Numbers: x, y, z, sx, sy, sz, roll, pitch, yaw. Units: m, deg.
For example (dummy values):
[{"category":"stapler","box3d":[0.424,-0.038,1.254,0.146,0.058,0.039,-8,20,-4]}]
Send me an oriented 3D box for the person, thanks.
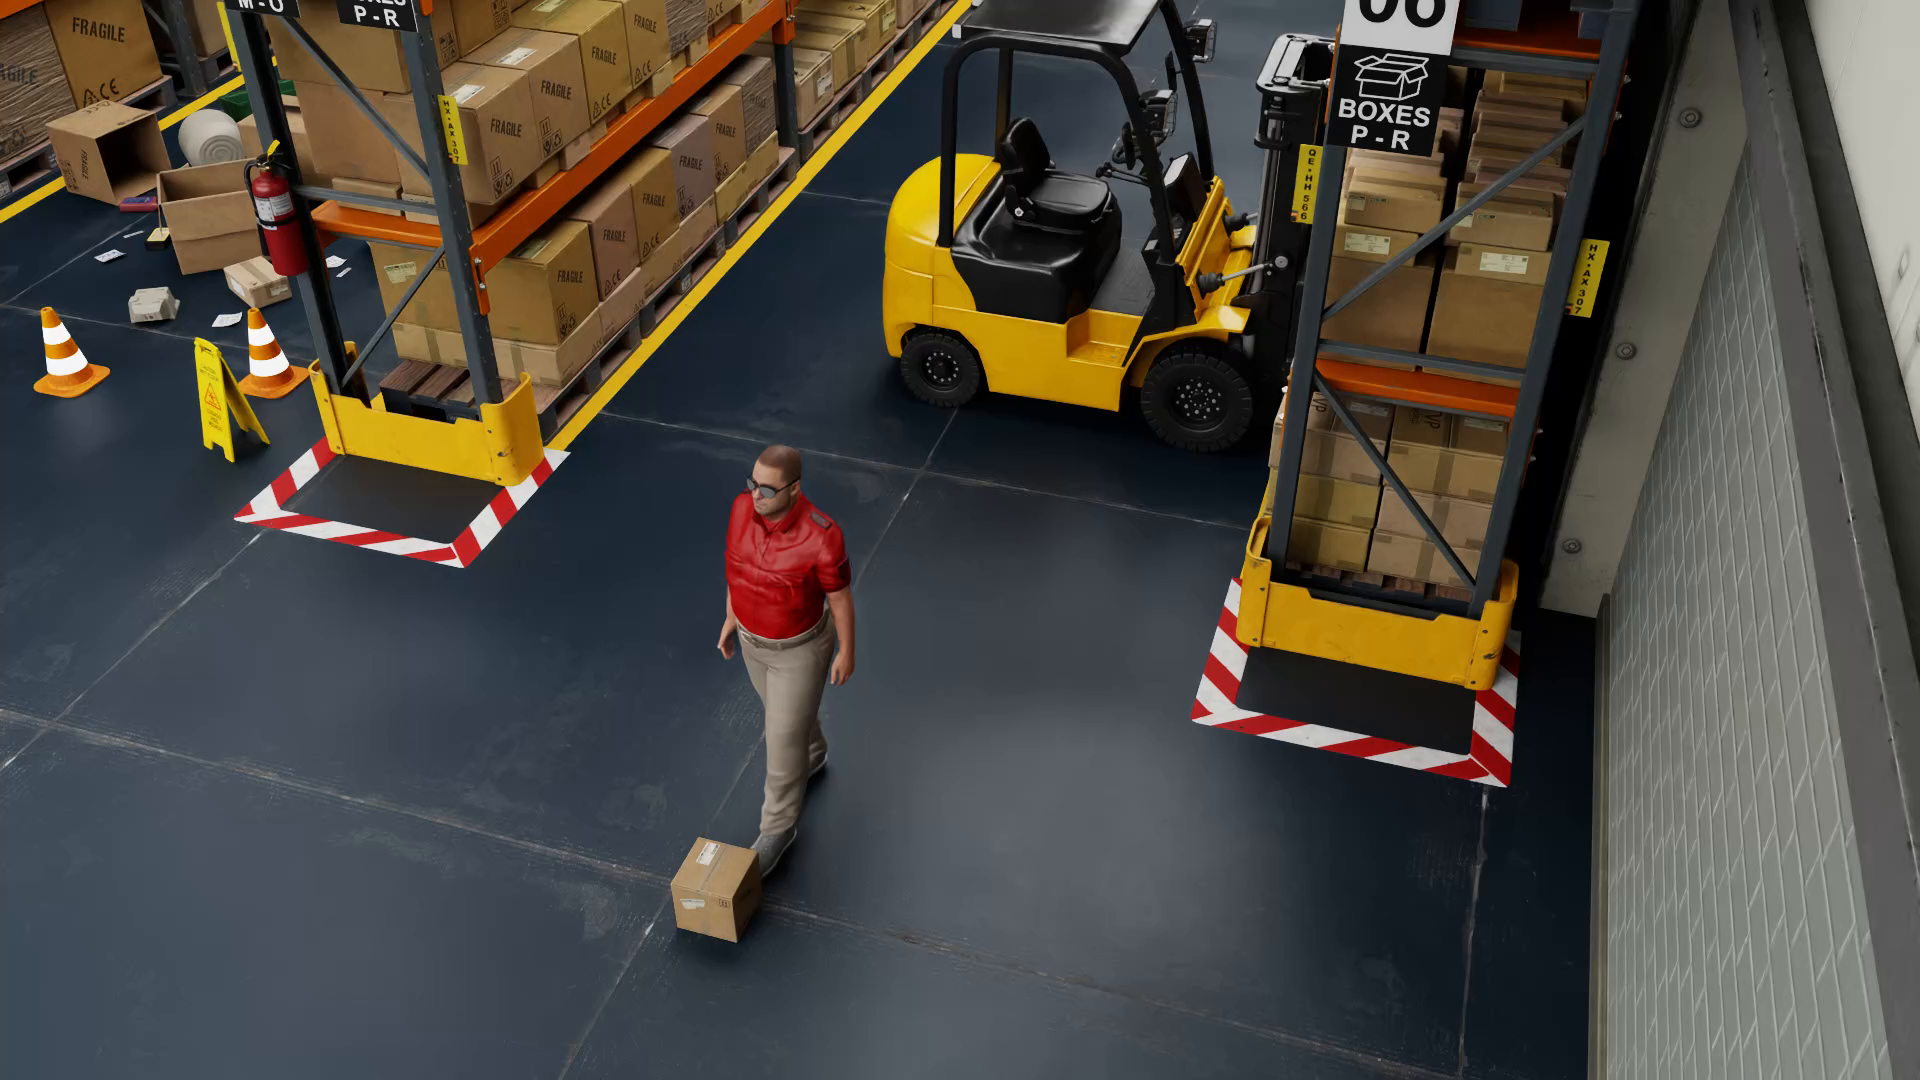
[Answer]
[{"category":"person","box3d":[-0.757,0.435,6.309,0.547,1.714,0.726,26,44,31]}]
